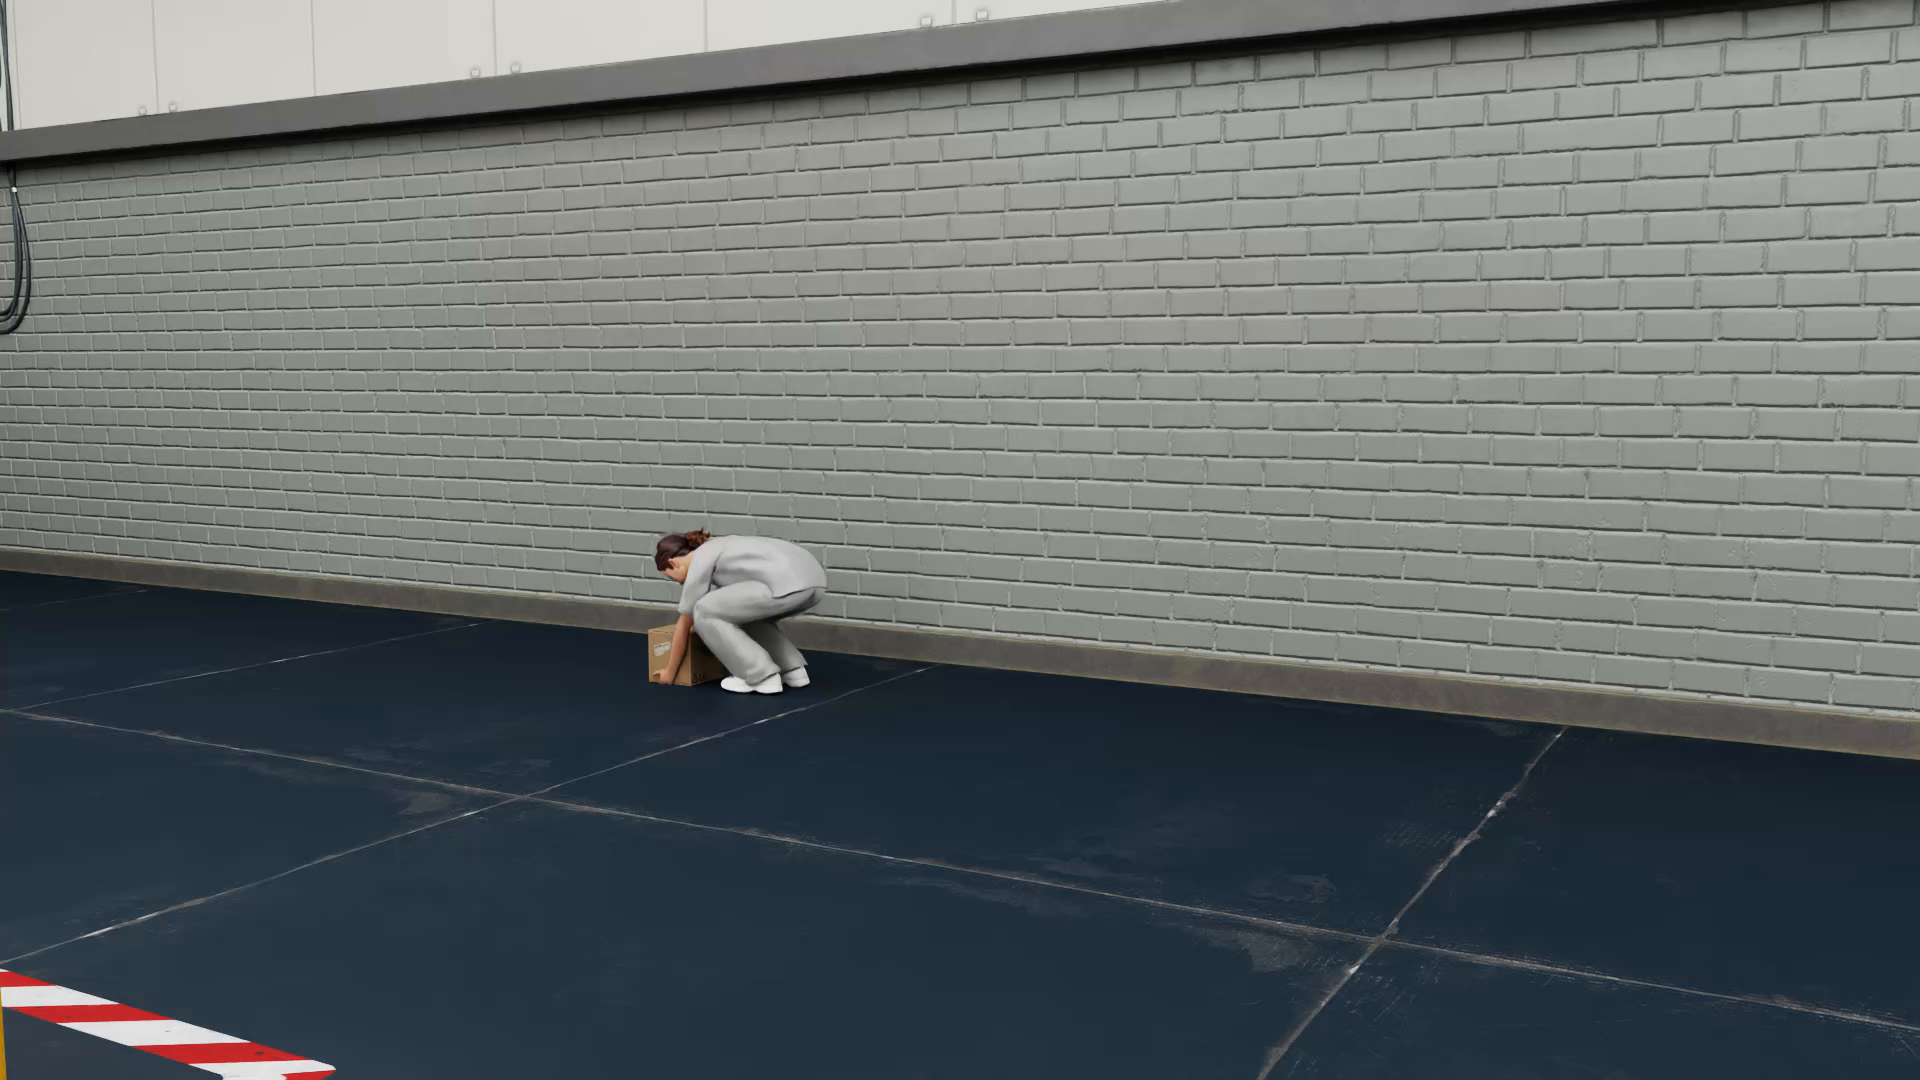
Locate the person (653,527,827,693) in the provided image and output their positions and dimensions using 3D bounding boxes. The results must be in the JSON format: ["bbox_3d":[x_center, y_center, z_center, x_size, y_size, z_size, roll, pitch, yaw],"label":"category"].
[{"bbox_3d":[-1.040,0.321,7.783,0.863,0.764,0.458,3,7,27],"label":"person"}]
